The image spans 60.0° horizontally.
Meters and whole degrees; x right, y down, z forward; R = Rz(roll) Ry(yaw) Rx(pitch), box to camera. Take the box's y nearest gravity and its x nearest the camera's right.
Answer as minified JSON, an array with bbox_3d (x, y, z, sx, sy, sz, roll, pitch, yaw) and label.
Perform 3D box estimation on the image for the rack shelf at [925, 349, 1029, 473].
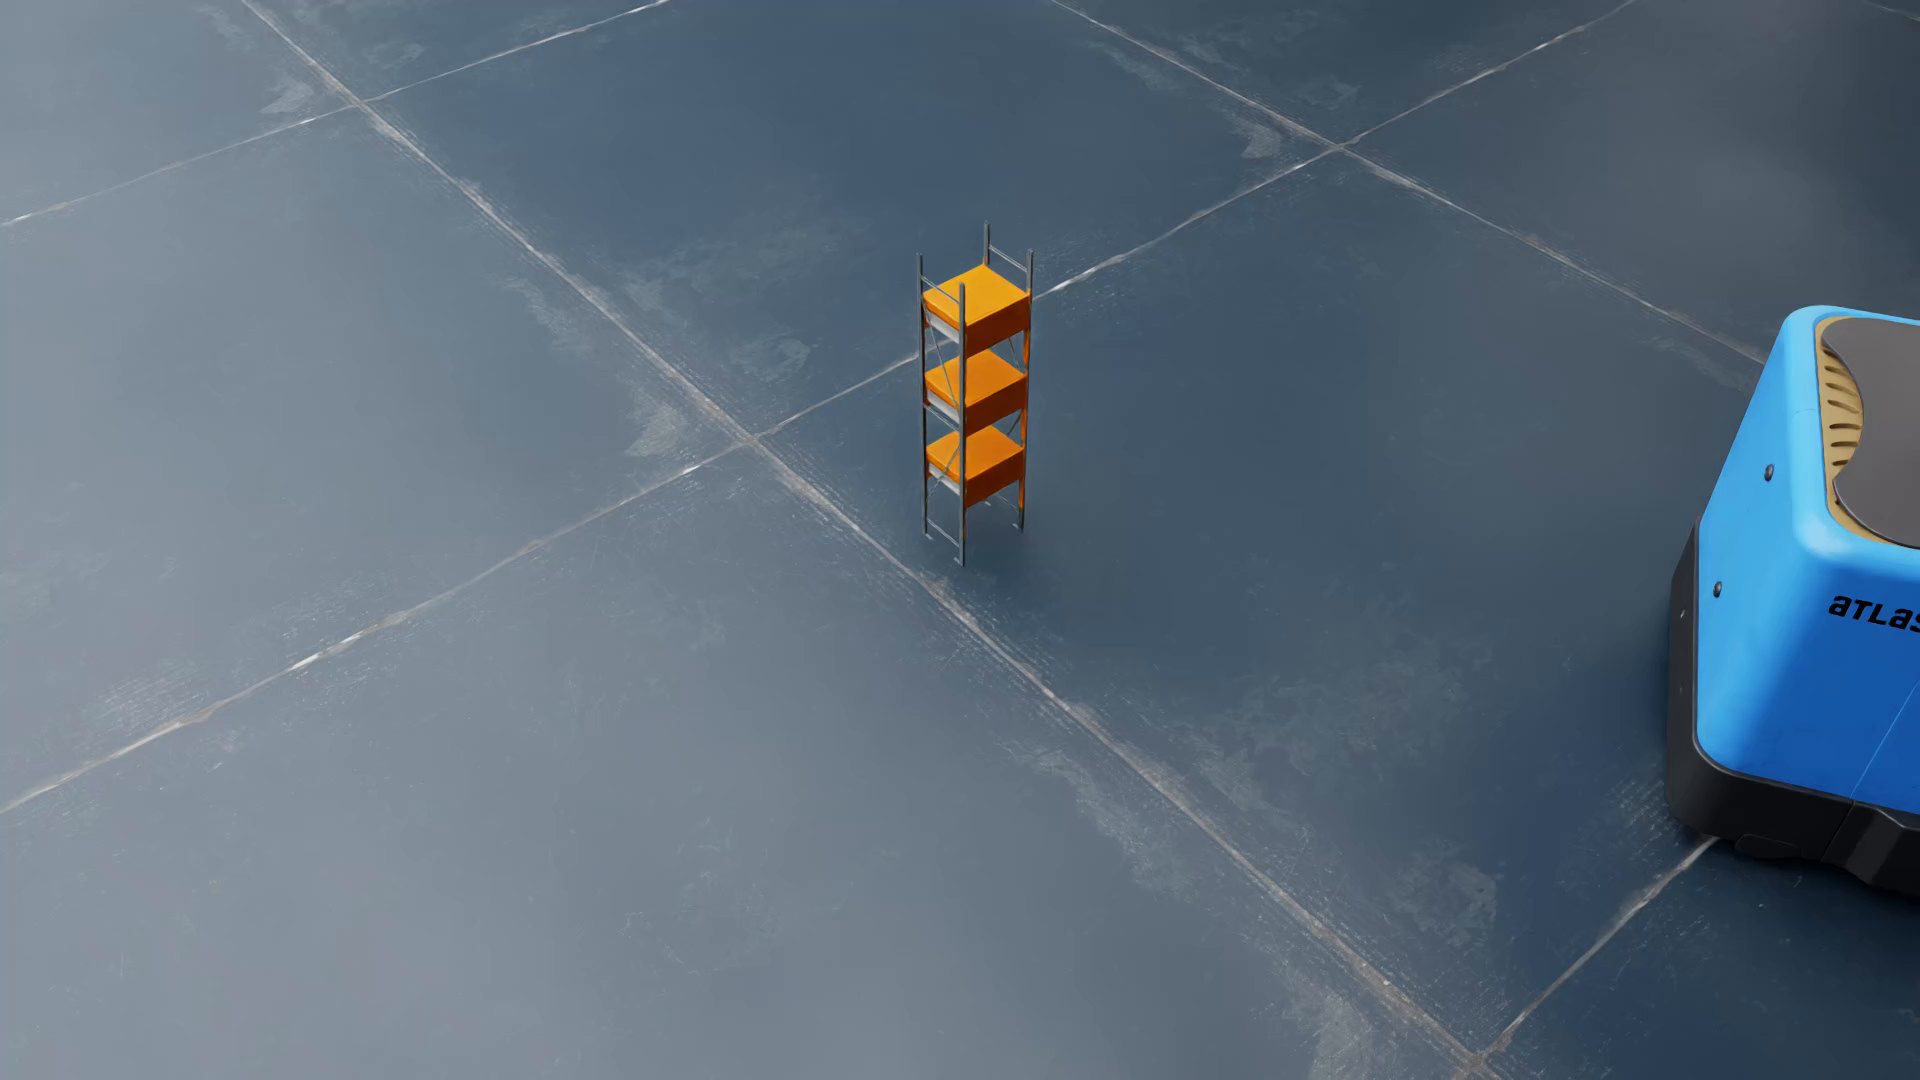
[{"bbox_3d":[0.041,-0.398,4.923,0.240,0.259,0.215,-30,51,-28],"label":"rack shelf"}]

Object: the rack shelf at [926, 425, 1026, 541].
[{"bbox_3d":[0.041,-0.196,5.113,0.240,0.259,0.215,-30,51,-28],"label":"rack shelf"}]

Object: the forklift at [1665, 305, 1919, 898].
[{"bbox_3d":[3.447,-0.287,3.415,3.031,2.935,1.130,13,45,13],"label":"forklift"}]

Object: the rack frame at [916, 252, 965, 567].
[{"bbox_3d":[-0.053,-0.353,4.859,0.008,1.050,0.200,-30,51,-28],"label":"rack frame"}]

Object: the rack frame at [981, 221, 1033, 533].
[{"bbox_3d":[0.135,-0.460,4.973,0.008,1.050,0.200,-30,51,-28],"label":"rack frame"}]

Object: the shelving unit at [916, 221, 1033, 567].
[{"bbox_3d":[0.041,-0.406,4.916,0.252,1.050,0.215,-30,51,-28],"label":"shelving unit"}]

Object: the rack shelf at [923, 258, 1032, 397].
[{"bbox_3d":[0.041,-0.605,4.729,0.240,0.259,0.215,-30,51,-28],"label":"rack shelf"}]
